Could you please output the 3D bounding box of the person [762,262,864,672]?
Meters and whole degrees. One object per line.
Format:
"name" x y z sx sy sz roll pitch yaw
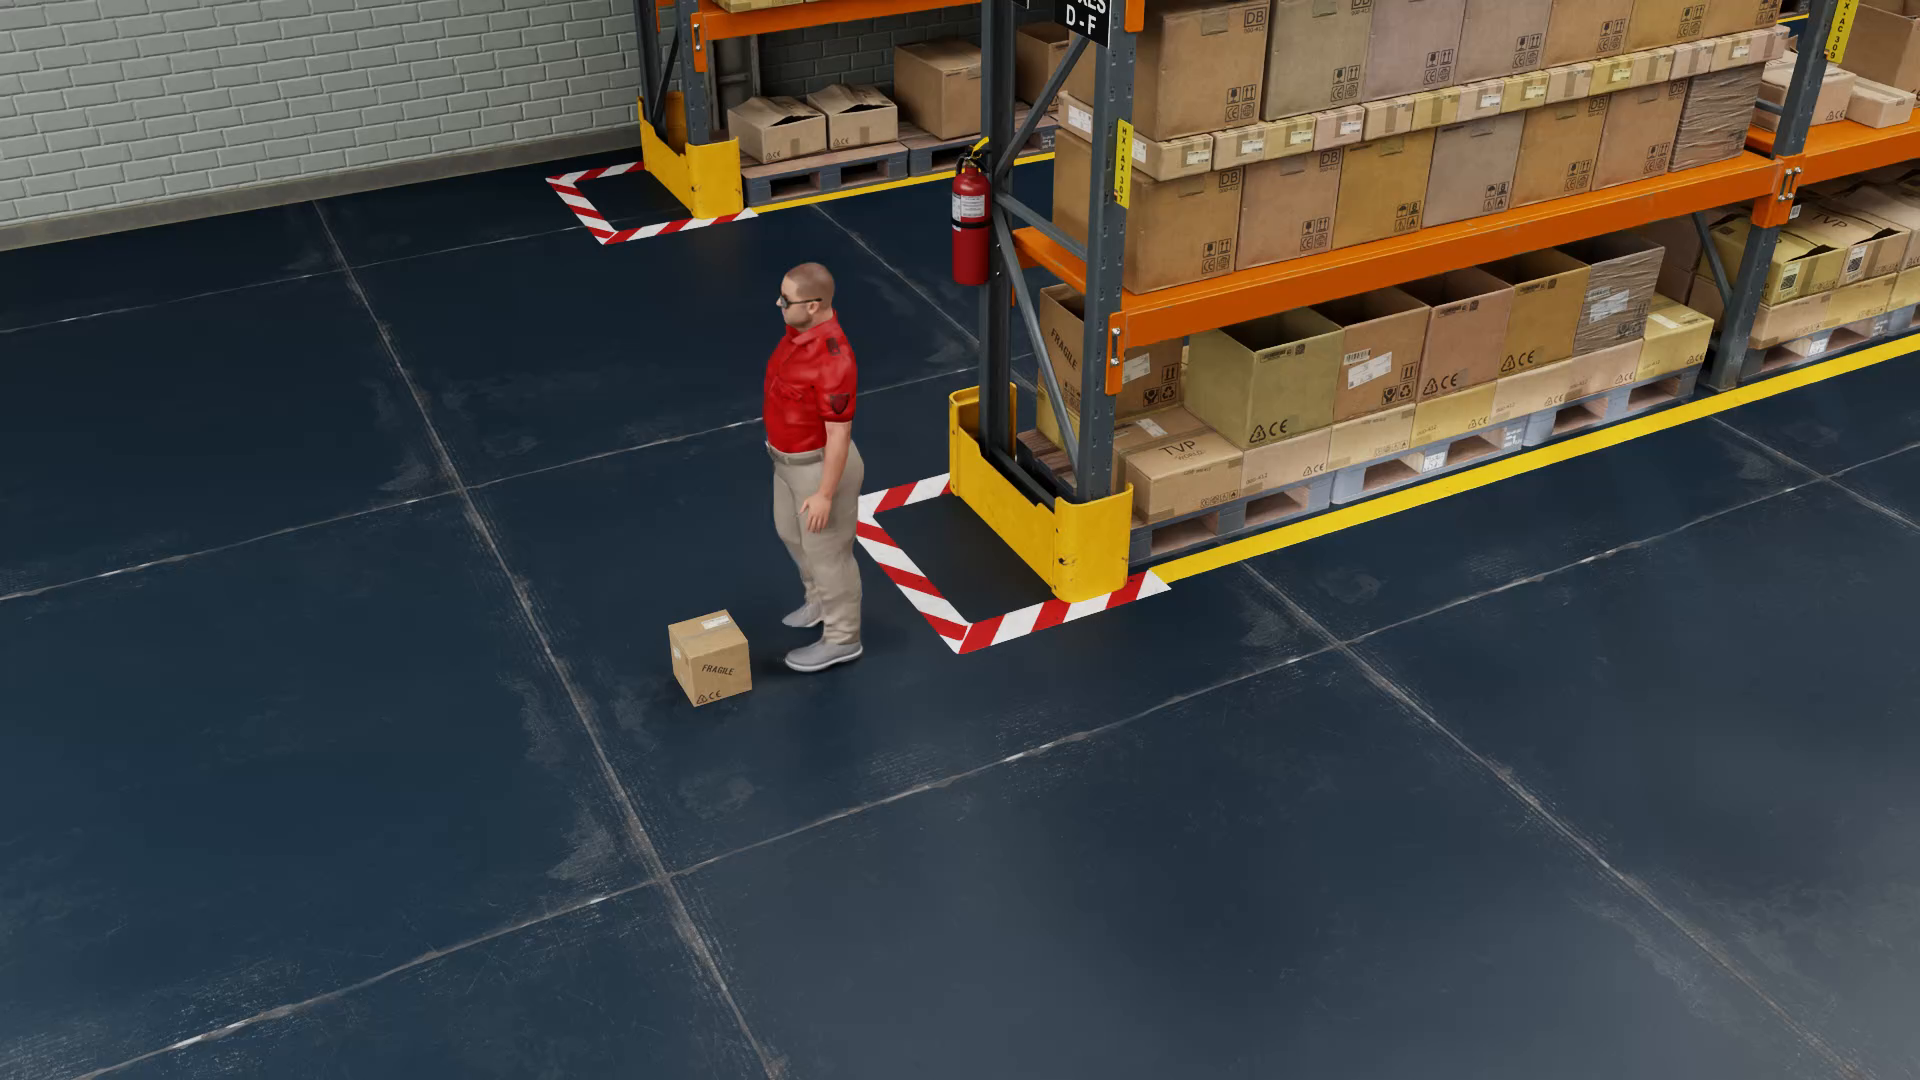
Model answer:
"person" -0.590 -0.260 6.585 0.373 1.798 0.570 -12 35 -18
